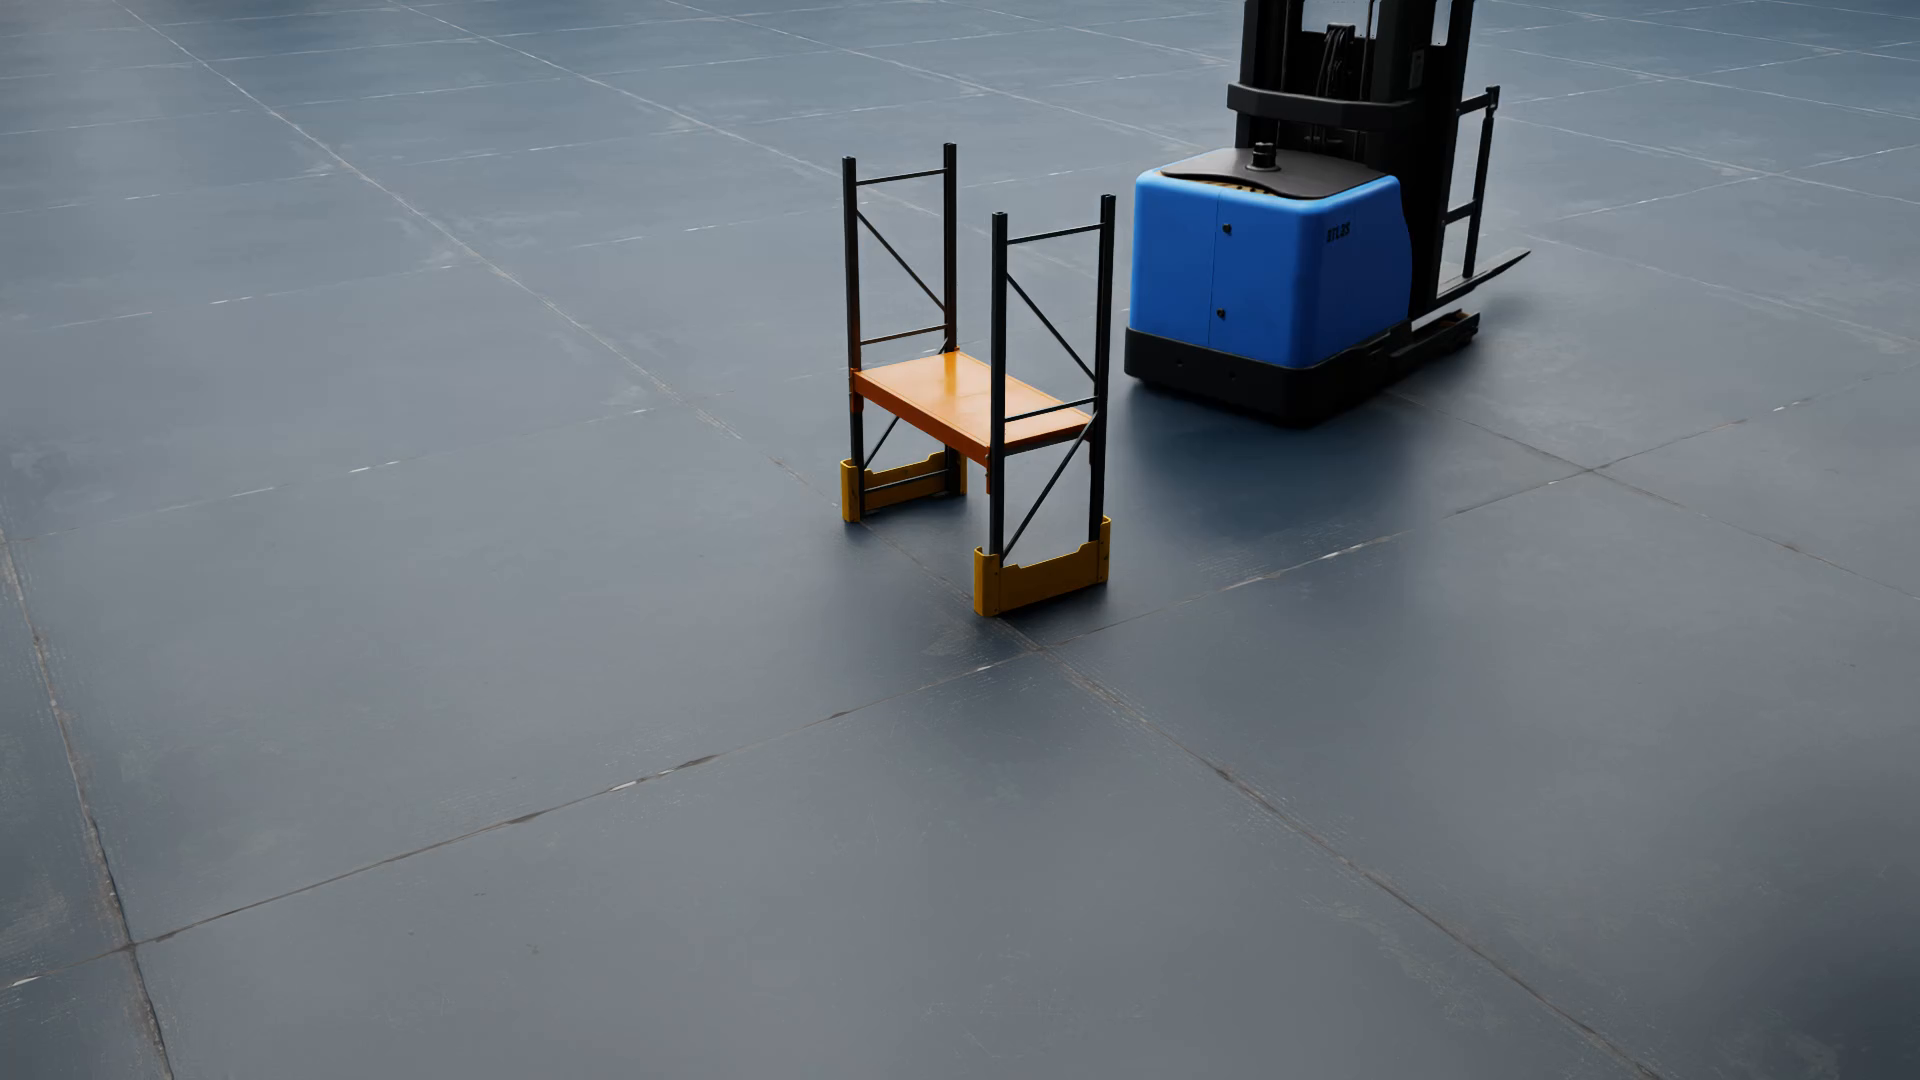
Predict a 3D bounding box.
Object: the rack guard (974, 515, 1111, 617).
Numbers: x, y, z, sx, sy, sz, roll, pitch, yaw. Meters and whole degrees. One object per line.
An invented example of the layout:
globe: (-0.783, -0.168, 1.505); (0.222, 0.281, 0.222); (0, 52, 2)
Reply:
rack guard: (0.313, 0.092, 6.262); (0.587, 0.250, 0.087); (-16, 29, -30)

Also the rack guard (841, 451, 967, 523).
rack guard: (-0.230, -0.264, 7.016); (0.587, 0.250, 0.087); (-16, 29, -30)

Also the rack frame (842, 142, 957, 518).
rack frame: (-0.231, -0.830, 6.750); (0.500, 1.500, 0.032); (-16, 29, -30)

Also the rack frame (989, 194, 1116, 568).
rack frame: (0.324, -0.466, 5.980); (0.500, 1.500, 0.032); (-16, 29, -30)

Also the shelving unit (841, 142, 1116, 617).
shelving unit: (0.042, -0.651, 6.372); (0.587, 1.500, 1.083); (-16, 29, -30)

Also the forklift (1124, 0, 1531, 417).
forklift: (2.163, -2.453, 8.513); (1.130, 2.935, 3.031); (20, 32, 36)

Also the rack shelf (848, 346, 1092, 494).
rack shelf: (0.047, -0.485, 6.442); (0.538, 0.185, 1.000); (-16, 29, -30)
